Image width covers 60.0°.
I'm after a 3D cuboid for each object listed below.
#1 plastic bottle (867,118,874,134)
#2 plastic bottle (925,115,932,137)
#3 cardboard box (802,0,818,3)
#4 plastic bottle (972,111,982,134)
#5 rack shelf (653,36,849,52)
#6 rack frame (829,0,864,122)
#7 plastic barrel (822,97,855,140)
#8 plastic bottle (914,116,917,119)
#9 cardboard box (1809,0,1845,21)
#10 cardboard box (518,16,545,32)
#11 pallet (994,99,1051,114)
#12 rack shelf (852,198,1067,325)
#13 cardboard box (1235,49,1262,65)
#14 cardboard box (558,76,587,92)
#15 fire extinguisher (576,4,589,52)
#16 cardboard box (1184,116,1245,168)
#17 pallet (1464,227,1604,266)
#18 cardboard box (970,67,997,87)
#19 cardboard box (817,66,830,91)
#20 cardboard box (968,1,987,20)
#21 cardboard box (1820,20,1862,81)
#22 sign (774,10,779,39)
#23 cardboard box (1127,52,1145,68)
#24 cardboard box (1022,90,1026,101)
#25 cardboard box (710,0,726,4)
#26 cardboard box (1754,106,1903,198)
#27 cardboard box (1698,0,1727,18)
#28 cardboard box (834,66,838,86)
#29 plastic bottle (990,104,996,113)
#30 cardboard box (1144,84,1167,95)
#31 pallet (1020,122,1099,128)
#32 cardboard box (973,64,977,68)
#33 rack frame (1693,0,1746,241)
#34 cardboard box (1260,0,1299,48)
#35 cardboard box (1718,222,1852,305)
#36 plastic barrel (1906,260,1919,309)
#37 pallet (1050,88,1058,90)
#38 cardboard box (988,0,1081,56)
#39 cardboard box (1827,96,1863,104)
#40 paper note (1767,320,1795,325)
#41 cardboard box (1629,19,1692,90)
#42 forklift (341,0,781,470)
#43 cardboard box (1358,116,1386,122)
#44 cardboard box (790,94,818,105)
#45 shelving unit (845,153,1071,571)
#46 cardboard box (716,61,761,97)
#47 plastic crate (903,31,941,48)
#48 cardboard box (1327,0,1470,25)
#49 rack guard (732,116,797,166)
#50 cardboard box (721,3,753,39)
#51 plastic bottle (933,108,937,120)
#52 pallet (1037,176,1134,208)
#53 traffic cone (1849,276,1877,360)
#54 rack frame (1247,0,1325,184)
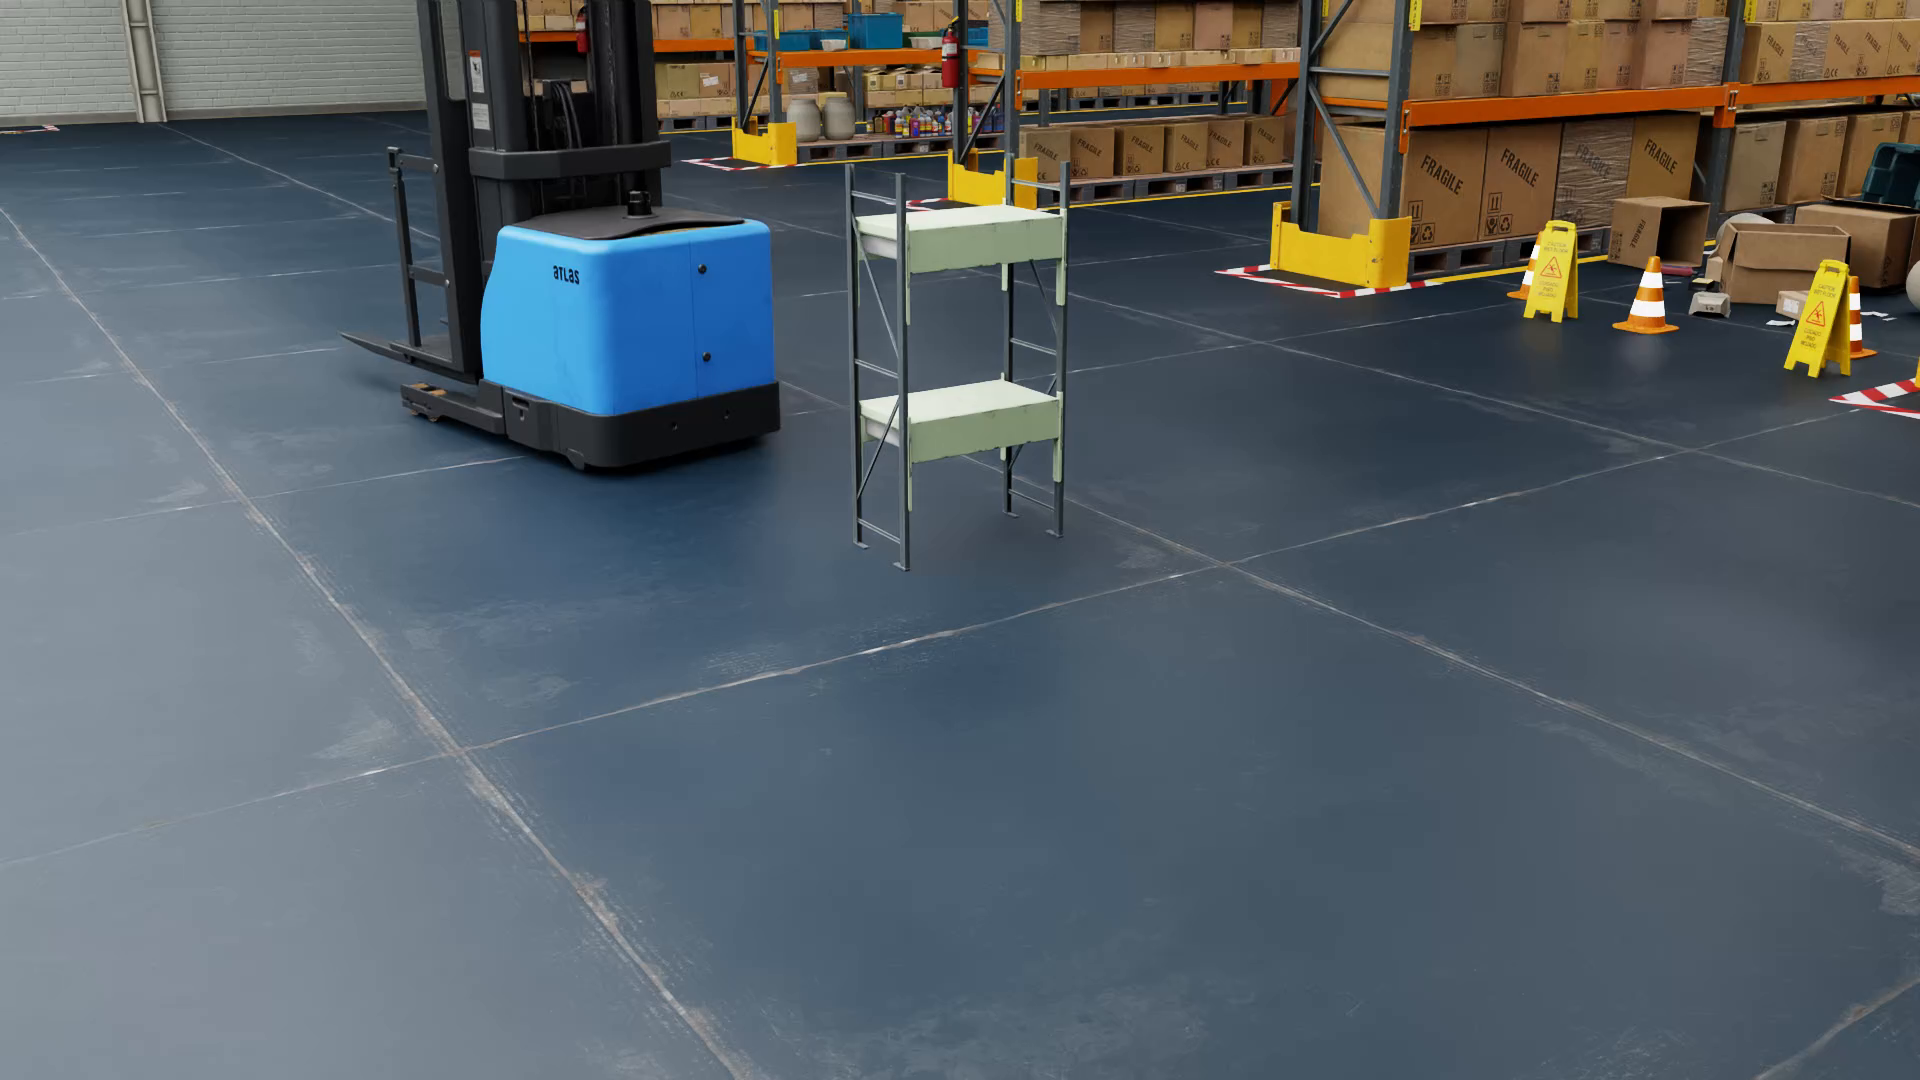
[{"bbox_3d":[-1.177,-5.440,21.834,0.097,0.201,0.097,0,19,0],"label":"plastic bottle"},{"bbox_3d":[-0.414,-5.346,21.448,0.097,0.271,0.097,0,19,0],"label":"plastic bottle"},{"bbox_3d":[-2.384,-8.306,25.461,0.250,0.149,0.380,-13,22,-33],"label":"cardboard box"},{"bbox_3d":[0.218,-5.478,21.820,0.133,0.283,0.061,-10,21,-28],"label":"plastic bottle"},{"bbox_3d":[-3.520,-7.453,25.231,4.000,0.370,1.077,-12,22,-31],"label":"rack shelf"},{"bbox_3d":[-1.850,-8.146,26.158,0.127,3.000,1.000,-12,22,-31],"label":"rack frame"},{"bbox_3d":[-1.543,-5.361,21.148,0.421,0.512,0.421,0,19,0],"label":"plastic barrel"},{"bbox_3d":[-0.596,-5.507,22.033,0.097,0.201,0.097,0,19,0],"label":"plastic bottle"},{"bbox_3d":[7.501,-4.942,14.961,0.500,0.500,0.700,-12,22,-31],"label":"cardboard box"},{"bbox_3d":[-7.336,-8.706,28.015,0.500,0.250,0.500,-13,22,-33],"label":"cardboard box"},{"bbox_3d":[0.782,-7.395,28.290,1.213,0.211,1.003,-12,22,-31],"label":"pallet"},{"bbox_3d":[-0.006,-1.079,6.376,0.720,0.370,0.431,-12,22,-31],"label":"rack shelf"},{"bbox_3d":[2.974,-5.117,17.590,0.250,0.149,0.380,-12,22,-31],"label":"cardboard box"},{"bbox_3d":[-6.815,-7.899,28.937,0.500,0.311,0.500,-10,21,-27],"label":"cardboard box"},{"bbox_3d":[-5.545,-7.509,24.392,0.183,0.674,0.296,-12,22,-31],"label":"fire extinguisher"},{"bbox_3d":[2.765,-4.348,18.170,0.500,0.500,0.500,-5,19,-14],"label":"cardboard box"},{"bbox_3d":[4.541,-2.501,13.814,1.213,0.211,1.003,-12,22,-31],"label":"pallet"},{"bbox_3d":[0.335,-7.673,27.520,0.500,0.311,0.500,-12,22,-32],"label":"cardboard box"},{"bbox_3d":[-2.409,-7.400,26.417,0.500,0.500,0.500,-12,22,-31],"label":"cardboard box"},{"bbox_3d":[0.098,-8.598,27.338,0.500,0.500,0.500,-13,23,-34],"label":"cardboard box"},{"bbox_3d":[7.666,-4.396,14.908,0.500,0.500,0.500,-12,22,-32],"label":"cardboard box"},{"bbox_3d":[-2.171,-6.099,19.671,0.005,0.325,0.100,-12,22,-31],"label":"sign"},{"bbox_3d":[1.664,-4.881,16.890,0.250,0.149,0.380,-12,22,-31],"label":"cardboard box"},{"bbox_3d":[0.757,-7.498,27.876,0.500,0.250,0.500,-12,22,-32],"label":"cardboard box"},{"bbox_3d":[-3.670,-8.035,24.660,0.250,0.149,0.380,-12,22,-32],"label":"cardboard box"},{"bbox_3d":[8.293,-3.751,16.014,0.750,0.750,1.050,-12,22,-31],"label":"cardboard box"},{"bbox_3d":[5.912,-4.678,13.979,0.550,0.550,0.875,-12,22,-31],"label":"cardboard box"},{"bbox_3d":[-2.703,-8.904,31.615,0.500,0.500,0.700,-12,22,-32],"label":"cardboard box"},{"bbox_3d":[0.413,-5.622,22.141,0.185,0.351,0.144,-12,22,-31],"label":"plastic bottle"},{"bbox_3d":[3.317,-8.153,29.393,0.500,0.500,0.500,-13,23,-33],"label":"cardboard box"},{"bbox_3d":[1.506,-5.648,23.123,1.213,0.211,1.003,-12,22,-31],"label":"pallet"},{"bbox_3d":[0.458,-7.904,28.204,0.500,0.311,0.500,-13,22,-33],"label":"cardboard box"},{"bbox_3d":[6.239,-4.151,14.341,0.127,3.000,1.000,-12,22,-31],"label":"rack frame"},{"bbox_3d":[3.185,-5.622,18.069,0.500,0.500,0.875,-12,22,-31],"label":"cardboard box"},{"bbox_3d":[5.779,-1.945,11.711,0.797,0.503,0.637,5,19,16],"label":"cardboard box"},{"bbox_3d":[6.597,-1.689,11.080,0.421,0.421,0.512,2,19,6],"label":"plastic barrel"},{"bbox_3d":[1.501,-9.403,34.228,1.213,0.211,1.003,-12,22,-31],"label":"pallet"},{"bbox_3d":[0.729,-5.069,16.435,0.500,0.500,0.875,-12,22,-31],"label":"cardboard box"},{"bbox_3d":[12.367,-6.508,23.972,0.875,0.875,0.875,-12,22,-31],"label":"cardboard box"},{"bbox_3d":[5.400,-1.433,10.936,0.148,0.019,0.142,13,23,34],"label":"paper note"},{"bbox_3d":[5.490,-4.051,13.811,0.550,0.550,0.875,-12,22,-31],"label":"cardboard box"},{"bbox_3d":[-2.267,-2.095,8.366,1.130,2.935,3.031,-17,25,-41],"label":"forklift"},{"bbox_3d":[4.529,-4.702,19.184,0.500,0.500,0.700,-12,22,-32],"label":"cardboard box"},{"bbox_3d":[-2.540,-6.817,25.863,0.500,0.250,0.500,-12,22,-31],"label":"cardboard box"},{"bbox_3d":[-0.006,-0.709,6.501,0.755,1.500,0.431,-12,22,-31],"label":"shelving unit"},{"bbox_3d":[-3.366,-6.992,25.209,0.500,0.500,0.500,-12,22,-31],"label":"cardboard box"},{"bbox_3d":[-0.418,-6.557,21.787,0.662,0.188,0.450,-12,22,-31],"label":"plastic crate"},{"bbox_3d":[3.229,-4.085,12.223,0.550,0.550,0.875,-12,22,-31],"label":"cardboard box"},{"bbox_3d":[-2.432,-4.958,20.630,0.348,0.500,1.175,-12,22,-31],"label":"rack guard"},{"bbox_3d":[-3.502,-7.841,25.099,0.500,0.500,0.700,-11,22,-30],"label":"cardboard box"},{"bbox_3d":[-0.350,-5.660,22.358,0.133,0.283,0.061,-11,21,-29],"label":"plastic bottle"},{"bbox_3d":[1.016,-3.617,17.115,1.213,0.211,1.003,-12,22,-31],"label":"pallet"},{"bbox_3d":[5.355,-1.360,10.044,0.334,0.463,0.336,-12,22,-31],"label":"traffic cone"},{"bbox_3d":[3.595,-5.496,18.318,0.127,3.000,1.000,-12,22,-31],"label":"rack frame"}]
